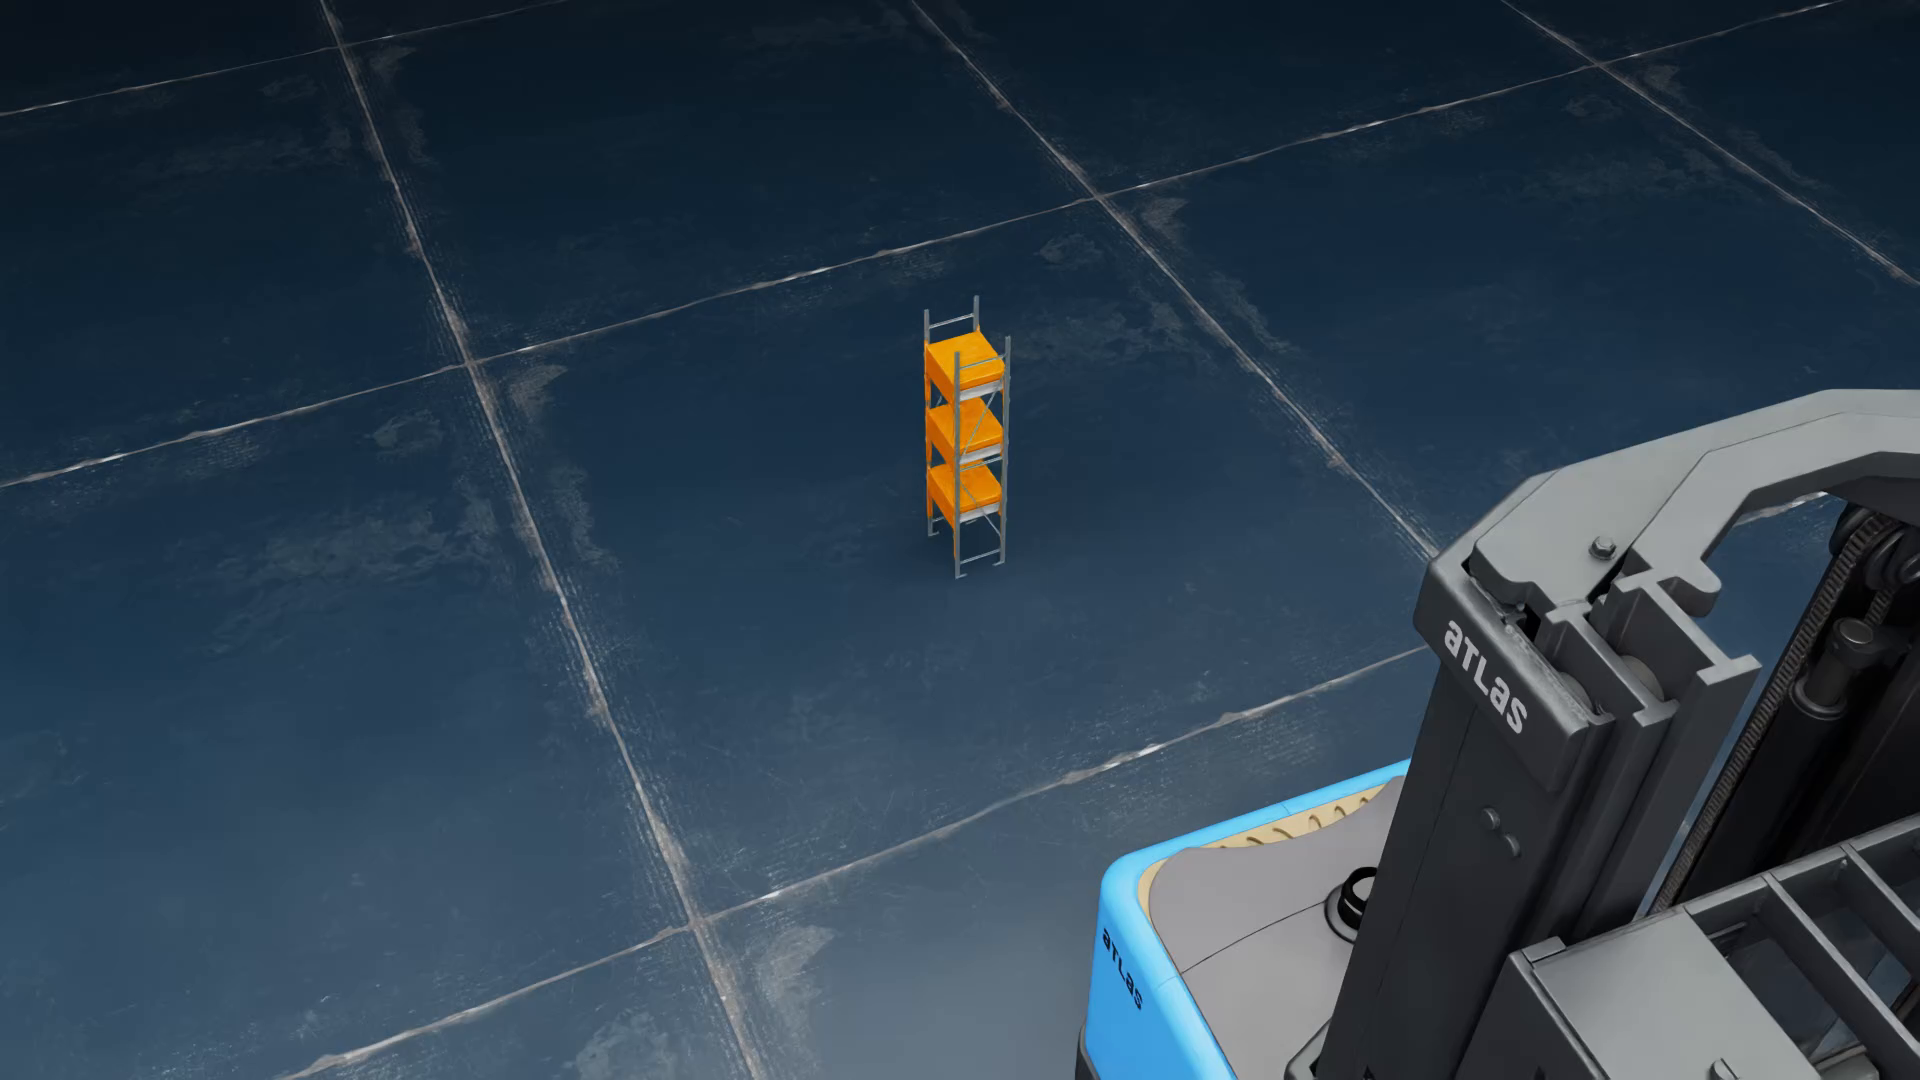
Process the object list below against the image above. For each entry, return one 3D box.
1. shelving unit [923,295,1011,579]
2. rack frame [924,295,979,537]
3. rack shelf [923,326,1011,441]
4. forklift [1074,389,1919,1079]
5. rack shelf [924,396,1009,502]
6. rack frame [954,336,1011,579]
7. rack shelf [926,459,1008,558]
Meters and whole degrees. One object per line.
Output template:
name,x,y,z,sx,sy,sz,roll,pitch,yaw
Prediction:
shelving unit,0.022,-0.340,5.847,0.215,1.050,0.252,-18,47,-17
rack frame,-0.029,-0.417,5.925,0.200,1.050,0.008,-18,47,-17
rack shelf,0.022,-0.534,5.655,0.215,0.259,0.240,-18,47,-17
forklift,1.328,1.330,2.815,1.130,2.935,3.031,-15,47,-15
rack shelf,0.022,-0.332,5.854,0.215,0.259,0.240,-18,47,-17
rack frame,0.074,-0.262,5.768,0.200,1.050,0.008,-18,47,-17
rack shelf,0.022,-0.134,6.049,0.215,0.259,0.240,-18,47,-17
